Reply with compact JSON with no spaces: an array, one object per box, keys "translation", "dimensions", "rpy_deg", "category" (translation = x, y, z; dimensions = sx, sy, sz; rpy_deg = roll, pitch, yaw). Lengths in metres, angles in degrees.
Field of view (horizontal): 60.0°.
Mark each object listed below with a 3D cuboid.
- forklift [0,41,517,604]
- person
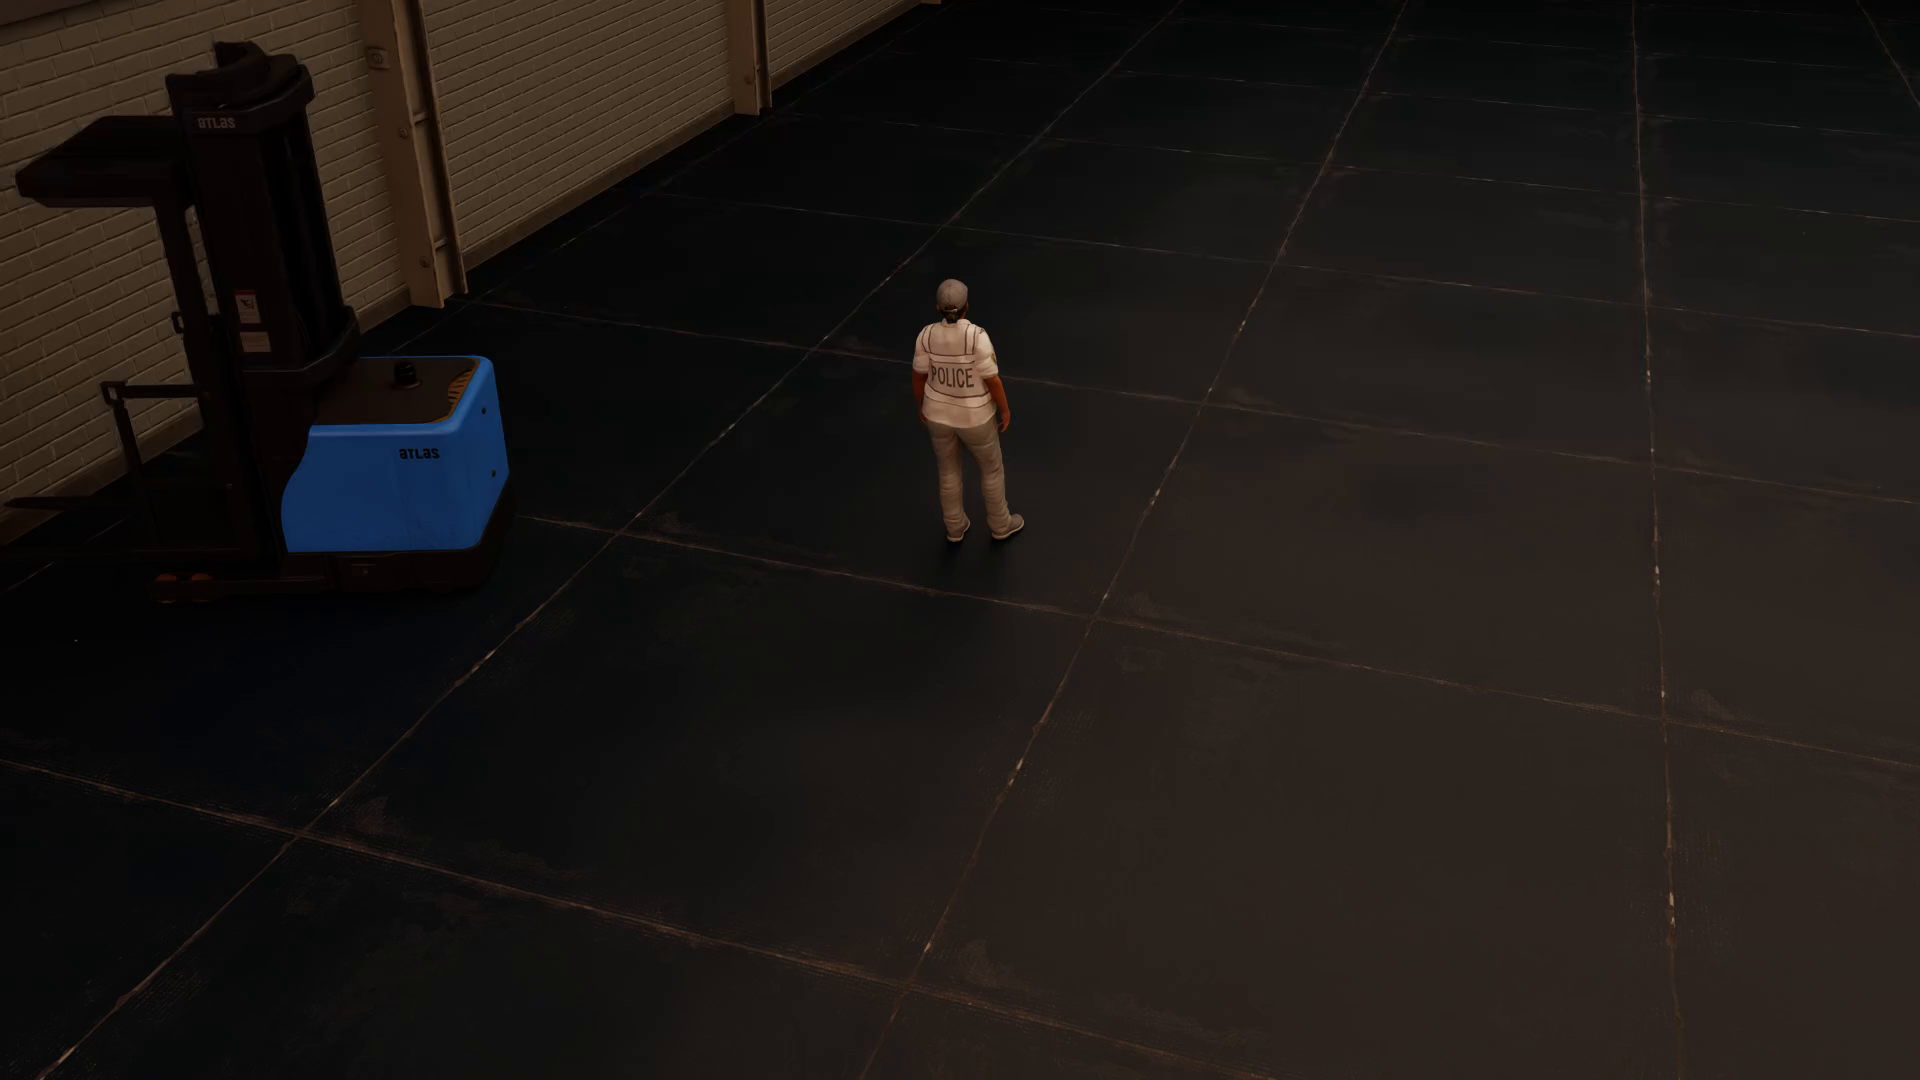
[{"translation":[-4.248,-1.179,9.204],"dimensions":[3.031,2.935,1.130],"rpy_deg":[-1,30,-2],"category":"forklift"},{"translation":[0.046,-0.763,9.736],"dimensions":[0.599,1.670,0.529],"rpy_deg":[10,31,16],"category":"person"}]
